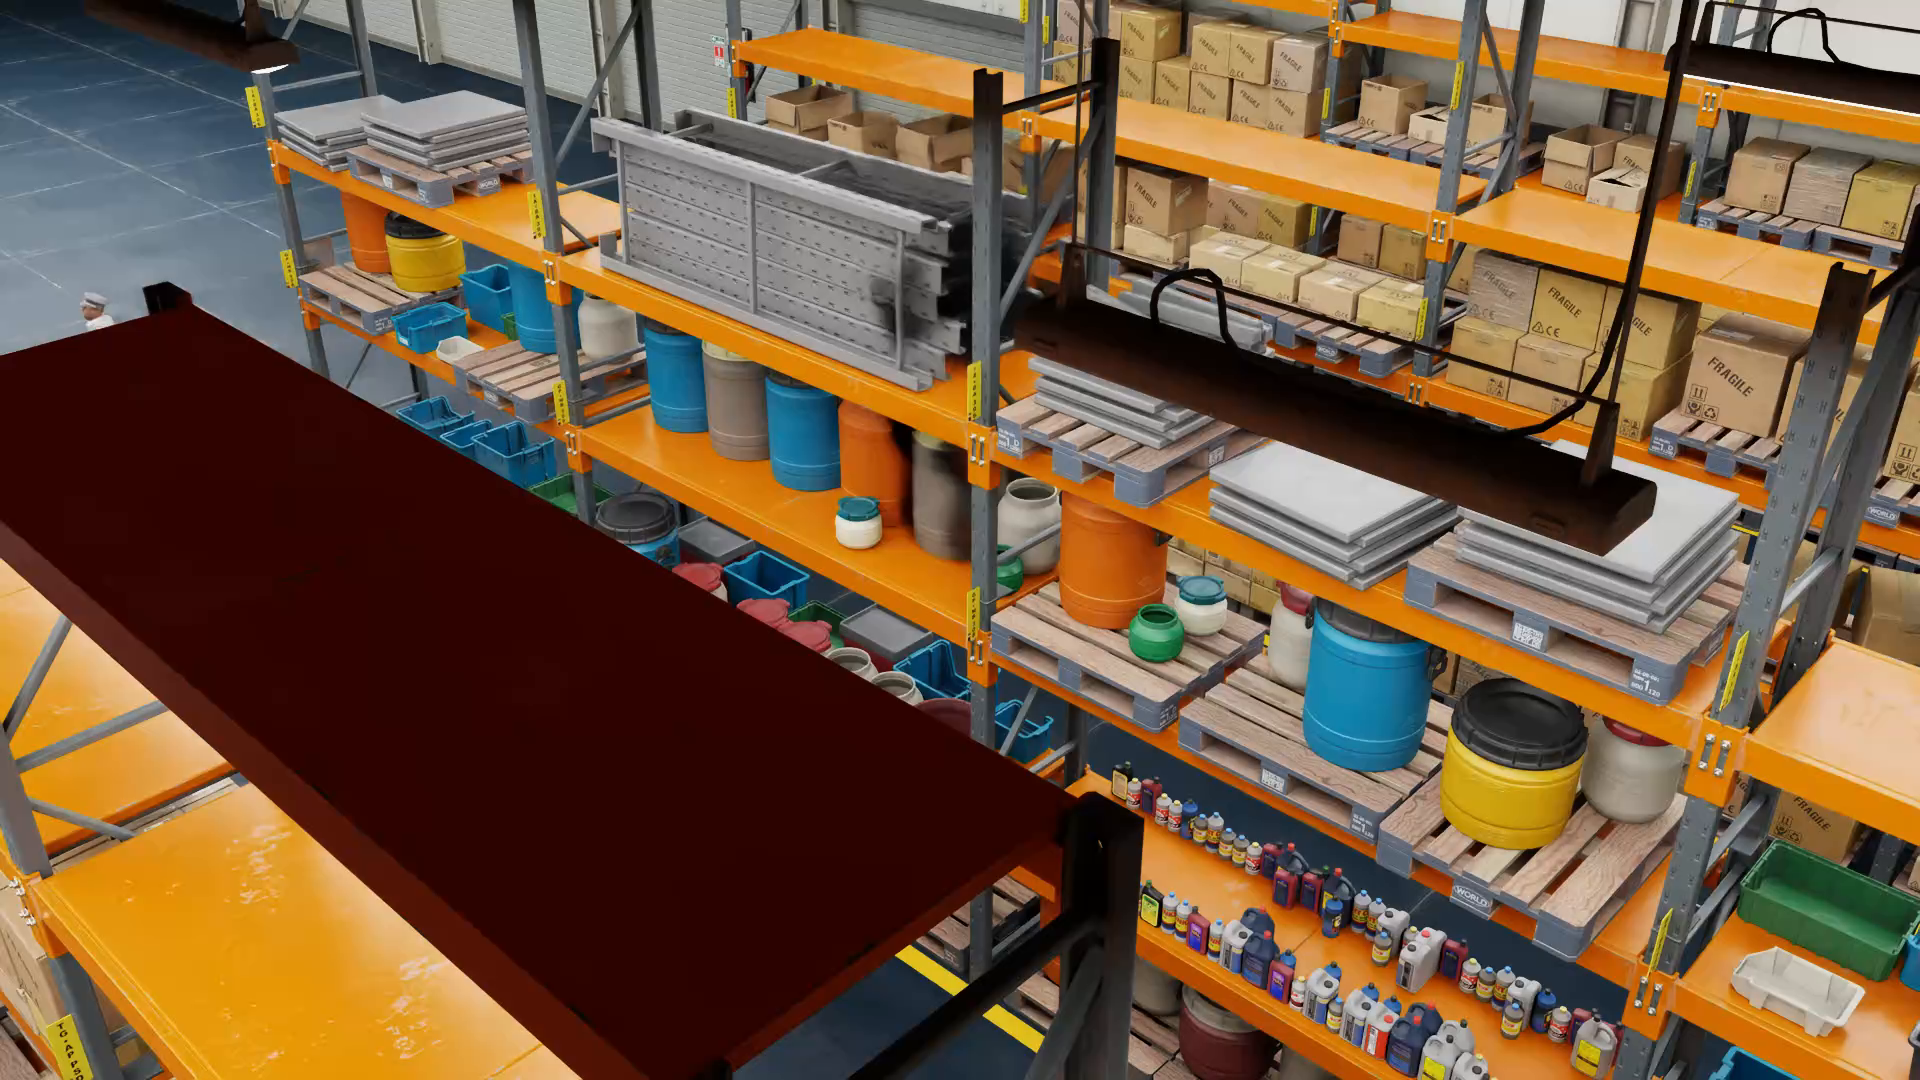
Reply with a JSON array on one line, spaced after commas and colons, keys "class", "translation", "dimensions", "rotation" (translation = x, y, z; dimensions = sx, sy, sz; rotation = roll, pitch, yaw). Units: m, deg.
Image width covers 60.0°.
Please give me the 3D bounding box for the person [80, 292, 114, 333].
[{"class": "person", "translation": [-9.098, -1.804, 17.668], "dimensions": [0.595, 1.733, 0.658], "rotation": [-10, 31, -18]}]
